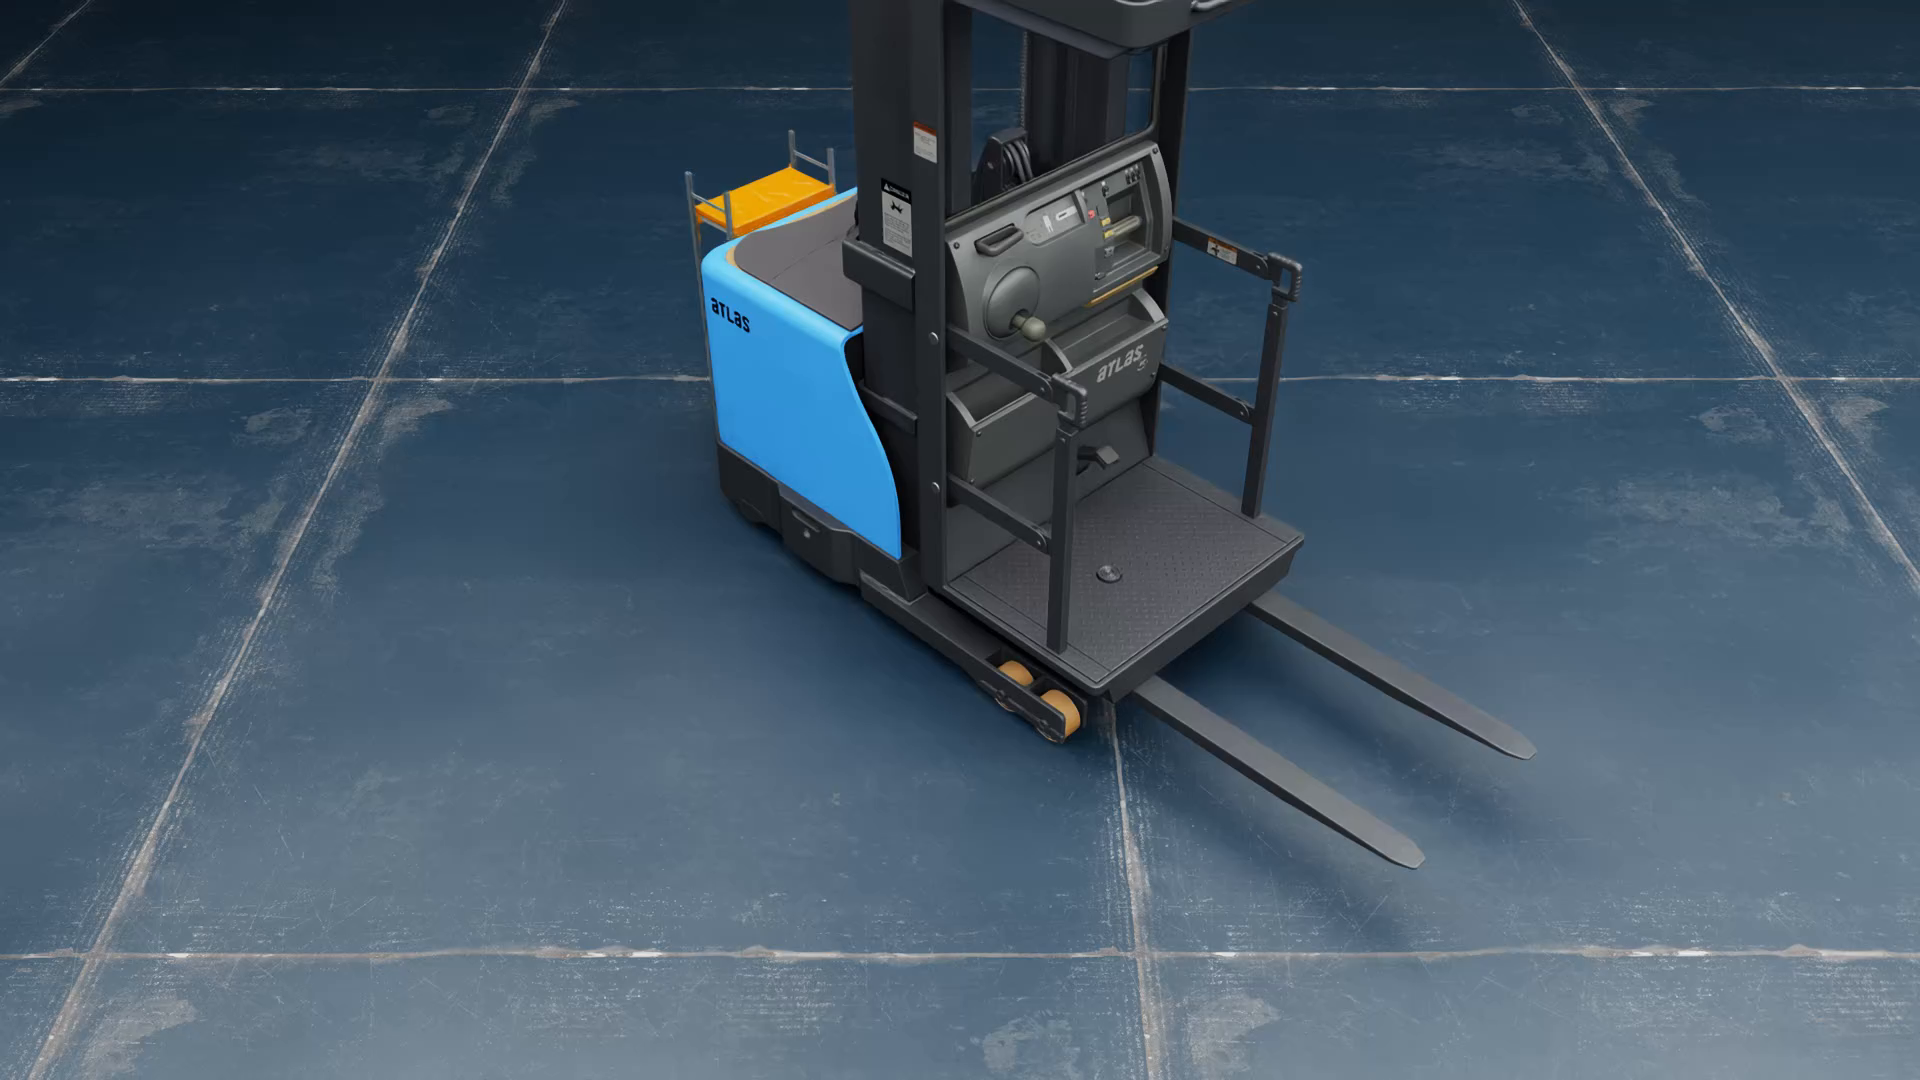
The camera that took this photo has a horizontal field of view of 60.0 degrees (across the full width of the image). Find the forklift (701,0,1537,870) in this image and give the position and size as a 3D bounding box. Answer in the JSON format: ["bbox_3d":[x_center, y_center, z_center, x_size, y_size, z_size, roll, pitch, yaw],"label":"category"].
[{"bbox_3d":[0.471,-0.855,4.973,1.130,2.935,3.031,-32,48,-33],"label":"forklift"}]

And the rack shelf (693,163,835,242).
[{"bbox_3d":[-0.726,-1.218,6.179,0.480,0.148,0.258,-32,48,-33],"label":"rack shelf"}]

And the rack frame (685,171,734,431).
[{"bbox_3d":[-0.895,-0.801,6.287,0.015,1.200,0.240,-32,48,-33],"label":"rack frame"}]

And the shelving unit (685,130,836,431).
[{"bbox_3d":[-0.723,-0.909,6.421,0.503,1.200,0.258,-32,48,-33],"label":"shelving unit"}]

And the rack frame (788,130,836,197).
[{"bbox_3d":[-0.550,-1.016,6.556,0.015,1.200,0.240,-32,48,-33],"label":"rack frame"}]
